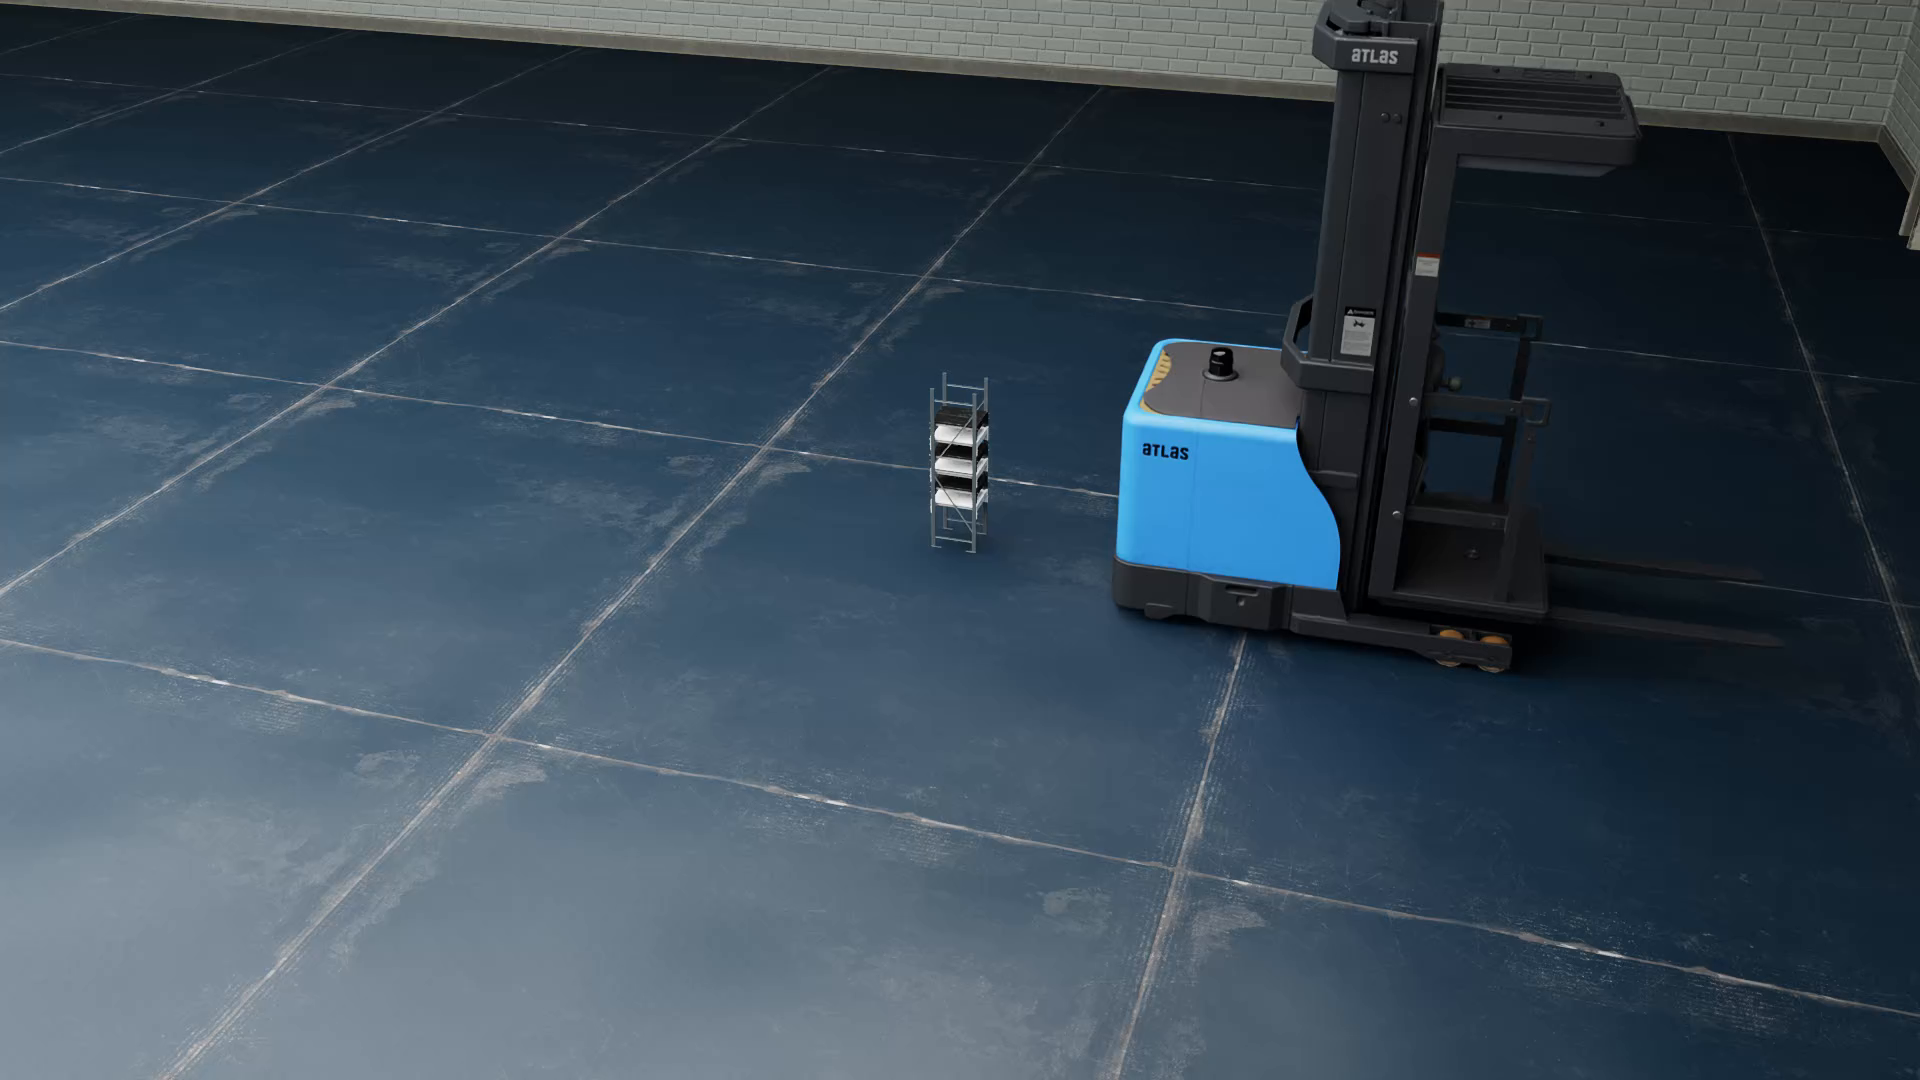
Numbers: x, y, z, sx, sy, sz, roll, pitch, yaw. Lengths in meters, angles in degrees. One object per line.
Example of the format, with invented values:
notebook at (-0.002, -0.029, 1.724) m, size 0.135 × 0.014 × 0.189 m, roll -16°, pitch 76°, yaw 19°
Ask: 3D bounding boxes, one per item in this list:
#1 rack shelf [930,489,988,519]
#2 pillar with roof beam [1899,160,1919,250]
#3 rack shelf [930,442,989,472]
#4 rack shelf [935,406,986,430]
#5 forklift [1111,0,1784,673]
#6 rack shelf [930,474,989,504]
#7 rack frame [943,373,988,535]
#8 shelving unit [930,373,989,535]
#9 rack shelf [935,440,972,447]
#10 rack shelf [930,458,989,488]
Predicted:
rack shelf at (-0.002, -0.203, 8.628) m, size 0.258 × 0.077 × 0.200 m, roll 8°, pitch 30°, yaw 15°
pillar with roof beam at (3.368, -6.852, 11.811) m, size 9.100 × 9.000 × 0.400 m, roll 8°, pitch 30°, yaw 15°
rack shelf at (-0.002, -0.439, 8.497) m, size 0.258 × 0.077 × 0.200 m, roll 8°, pitch 30°, yaw 15°
rack shelf at (-0.002, -0.614, 8.399) m, size 0.221 × 0.026 × 0.190 m, roll 8°, pitch 30°, yaw 15°
forklift at (2.312, -0.931, 7.474) m, size 3.031 × 2.867 × 1.129 m, roll 8°, pitch 30°, yaw 13°
rack shelf at (-0.002, -0.282, 8.584) m, size 0.258 × 0.077 × 0.200 m, roll 8°, pitch 30°, yaw 15°
rack frame at (0.027, -0.437, 8.609) m, size 0.240 × 0.900 × 0.006 m, roll 8°, pitch 30°, yaw 15°
shelving unit at (-0.002, -0.391, 8.526) m, size 0.258 × 0.900 × 0.205 m, roll 8°, pitch 30°, yaw 15°
rack shelf at (-0.002, -0.531, 8.446) m, size 0.199 × 0.015 × 0.184 m, roll 8°, pitch 30°, yaw 15°
rack shelf at (-0.002, -0.360, 8.541) m, size 0.258 × 0.077 × 0.200 m, roll 8°, pitch 30°, yaw 15°
